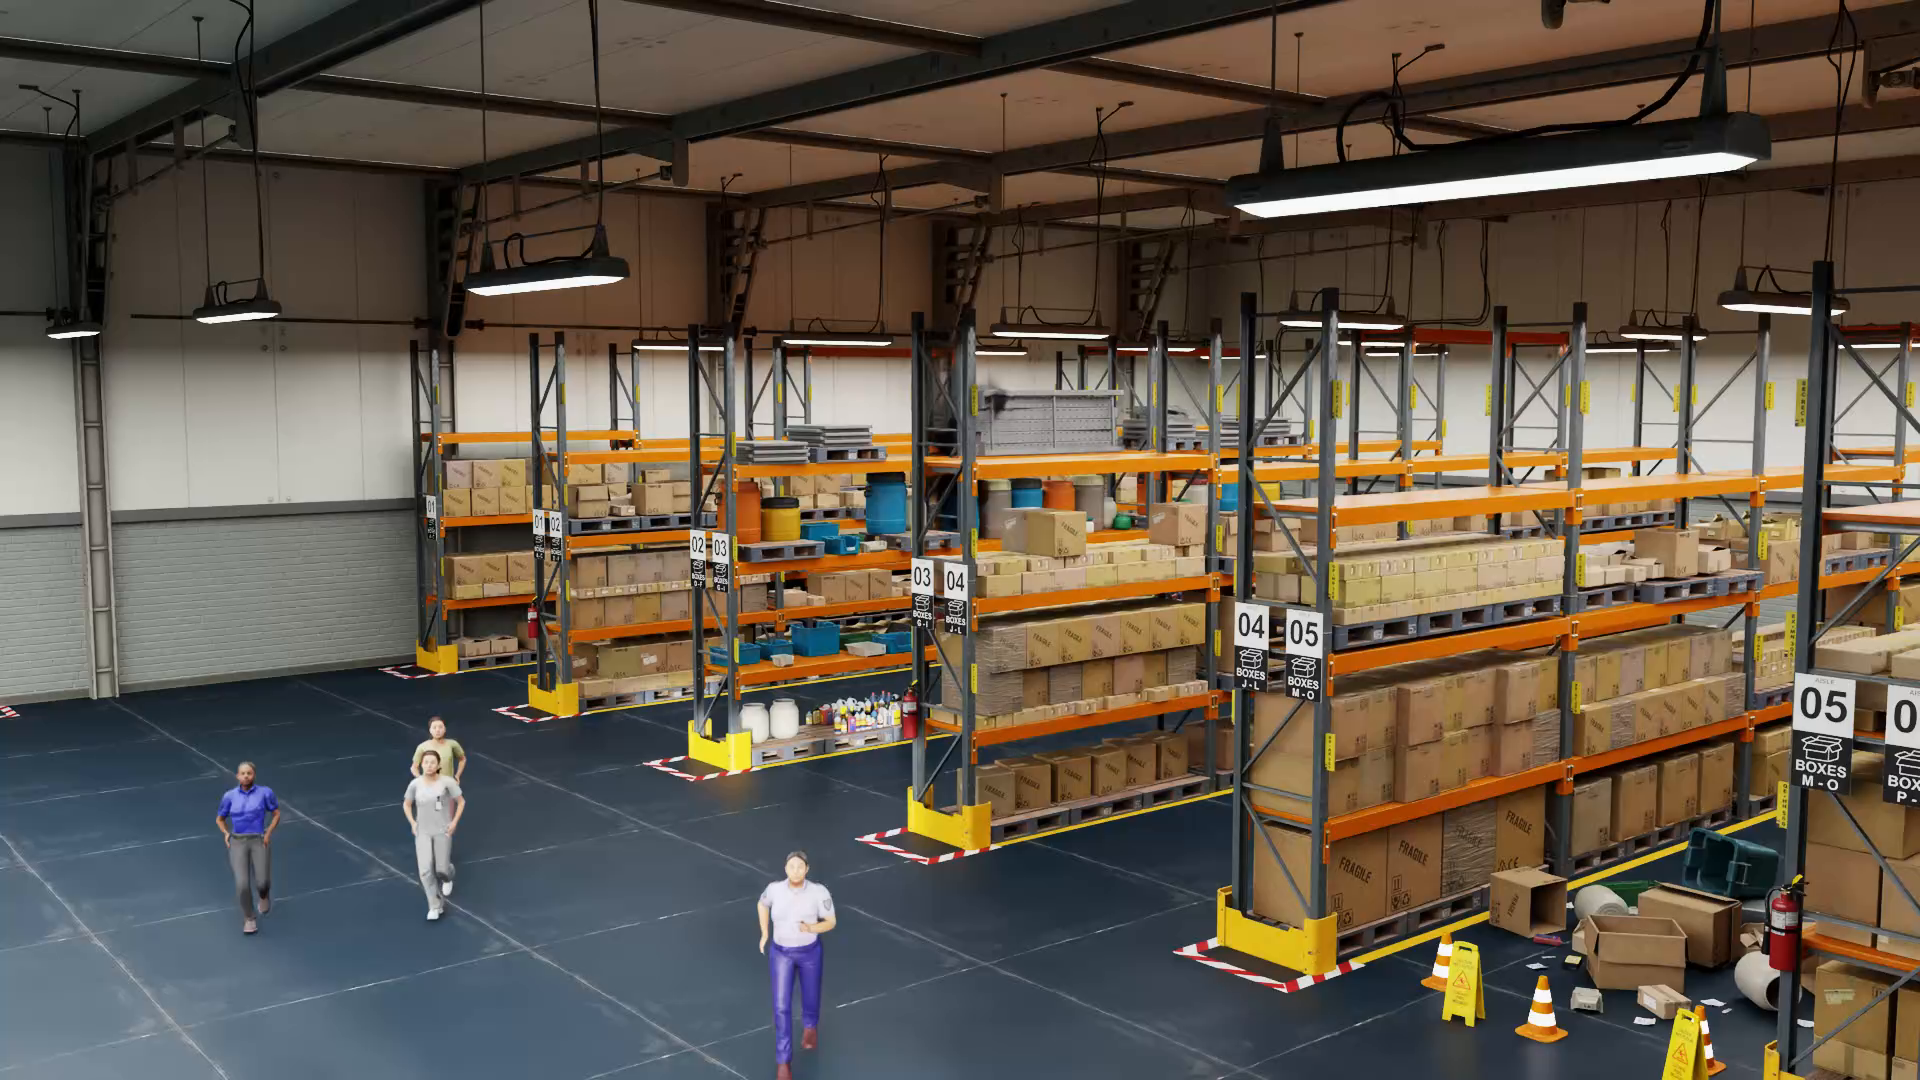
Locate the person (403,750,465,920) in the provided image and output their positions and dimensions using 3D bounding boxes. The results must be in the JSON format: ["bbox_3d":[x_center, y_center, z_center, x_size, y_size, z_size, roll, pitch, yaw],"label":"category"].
[{"bbox_3d":[-5.144,2.844,16.284,0.585,1.627,0.655,-1,5,-9],"label":"person"}]

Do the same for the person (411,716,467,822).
[{"bbox_3d":[-5.584,2.701,17.861,0.579,1.637,0.776,-2,6,-20],"label":"person"}]

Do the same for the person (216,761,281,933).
[{"bbox_3d":[-6.770,2.898,15.832,0.573,1.597,0.584,-2,6,-20],"label":"person"}]

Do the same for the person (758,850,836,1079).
[{"bbox_3d":[-1.233,3.170,12.579,0.594,1.671,0.895,0,5,-5],"label":"person"}]
